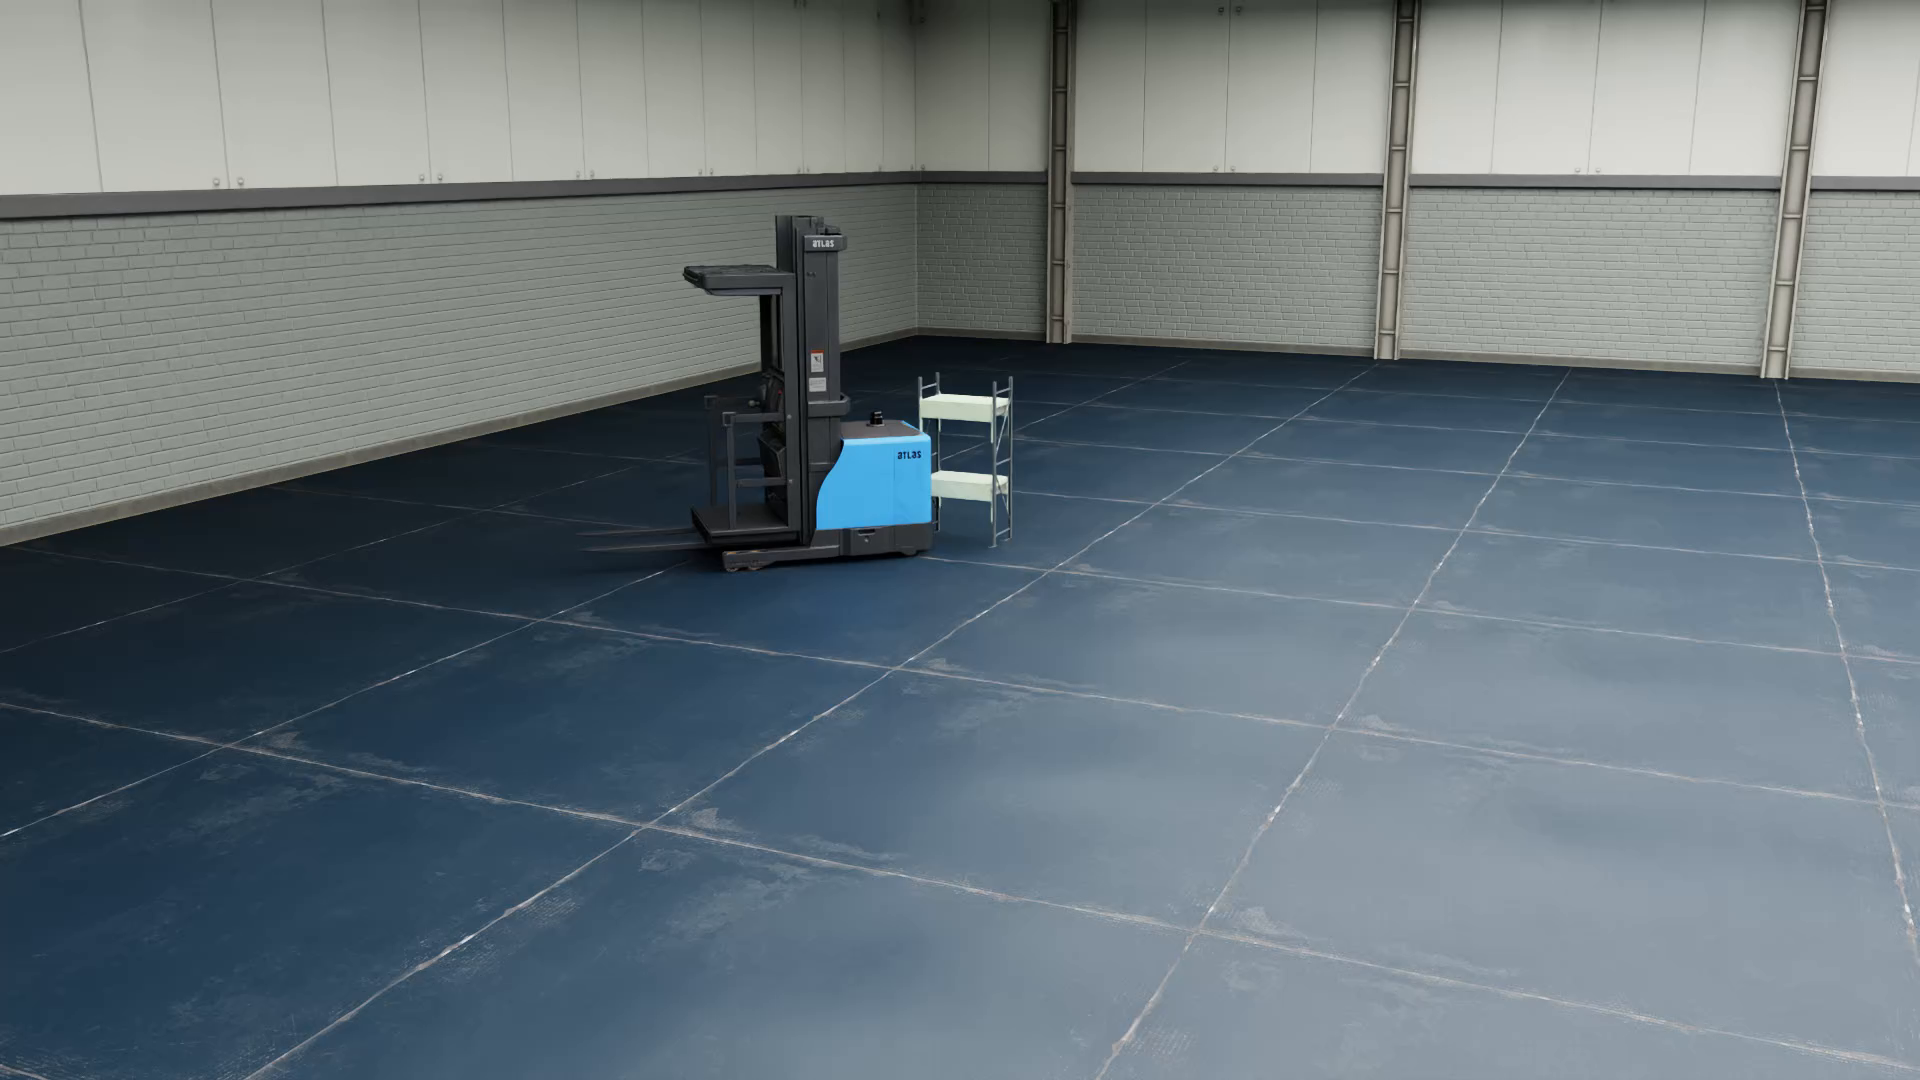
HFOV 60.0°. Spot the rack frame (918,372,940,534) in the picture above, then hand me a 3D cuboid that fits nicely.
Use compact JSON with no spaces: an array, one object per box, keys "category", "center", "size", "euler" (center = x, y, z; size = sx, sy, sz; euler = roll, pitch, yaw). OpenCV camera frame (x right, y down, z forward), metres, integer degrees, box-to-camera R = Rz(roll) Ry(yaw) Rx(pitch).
[{"category":"rack frame","center":[-0.284,-0.769,15.242],"size":[0.023,1.500,0.400],"euler":[6,14,24]}]

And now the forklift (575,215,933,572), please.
[{"category":"forklift","center":[-1.813,-1.293,14.344],"size":[3.031,2.935,1.130],"euler":[-4,14,-17]}]

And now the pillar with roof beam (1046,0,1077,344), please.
[{"category":"pillar with roof beam","center":[0.096,-7.155,26.045],"size":[0.548,9.000,9.100],"euler":[6,14,23]}]

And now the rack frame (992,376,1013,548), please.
[{"category":"rack frame","center":[0.380,-0.698,14.943],"size":[0.023,1.500,0.400],"euler":[6,14,24]}]

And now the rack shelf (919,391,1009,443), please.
[{"category":"rack shelf","center":[0.048,-1.113,15.004],"size":[0.720,0.370,0.431],"euler":[6,14,24]}]

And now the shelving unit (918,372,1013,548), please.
[{"category":"shelving unit","center":[0.048,-0.733,15.093],"size":[0.755,1.500,0.431],"euler":[6,14,24]}]

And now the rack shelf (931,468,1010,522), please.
[{"category":"rack shelf","center":[0.048,-0.416,15.167],"size":[0.720,0.370,0.431],"euler":[6,14,24]}]

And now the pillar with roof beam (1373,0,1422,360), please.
[{"category":"pillar with roof beam","center":[5.582,-6.600,23.679],"size":[0.400,9.000,9.100],"euler":[6,14,23]}]

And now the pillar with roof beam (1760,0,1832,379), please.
[{"category":"pillar with roof beam","center":[11.067,-6.045,21.313],"size":[0.400,9.000,9.100],"euler":[6,14,23]}]
